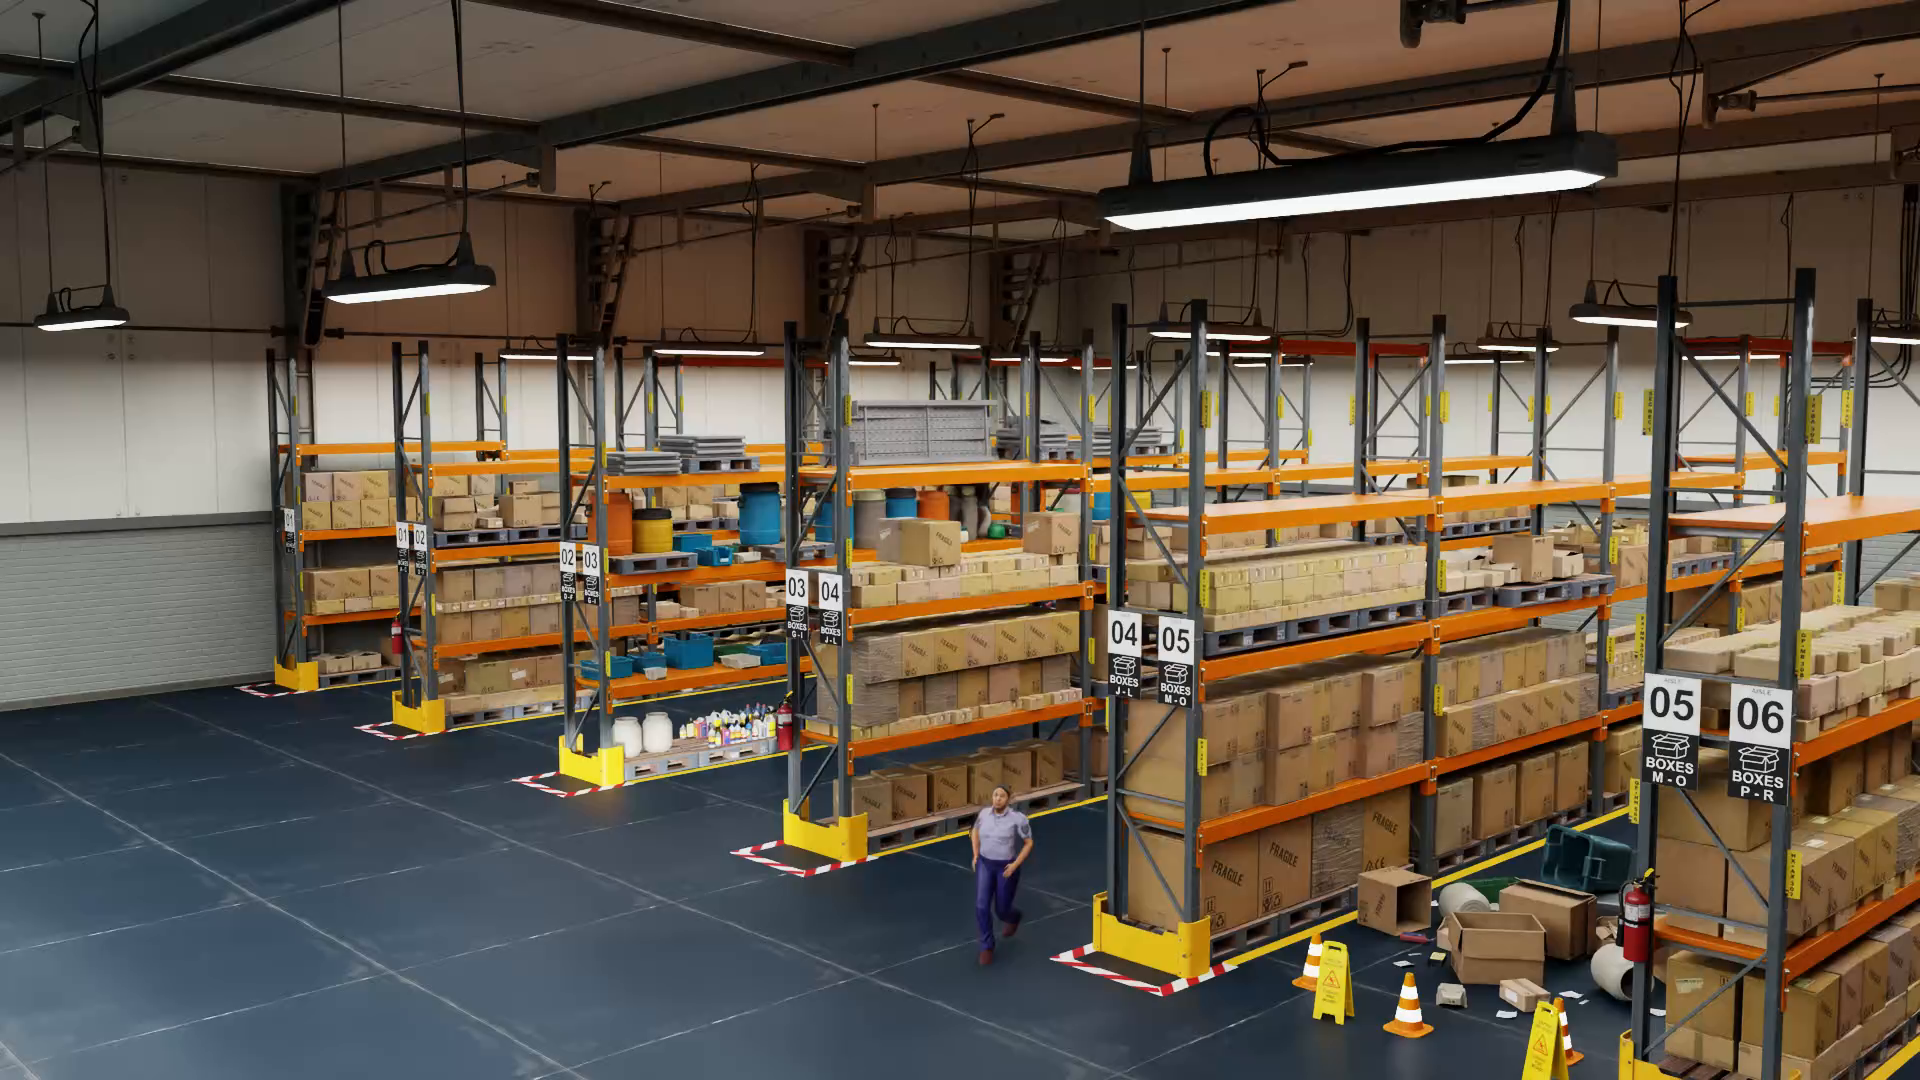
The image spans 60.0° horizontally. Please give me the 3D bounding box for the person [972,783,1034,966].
[{"bbox_3d":[0.376,3.049,15.377,0.626,1.627,0.734,2,5,19],"label":"person"}]
